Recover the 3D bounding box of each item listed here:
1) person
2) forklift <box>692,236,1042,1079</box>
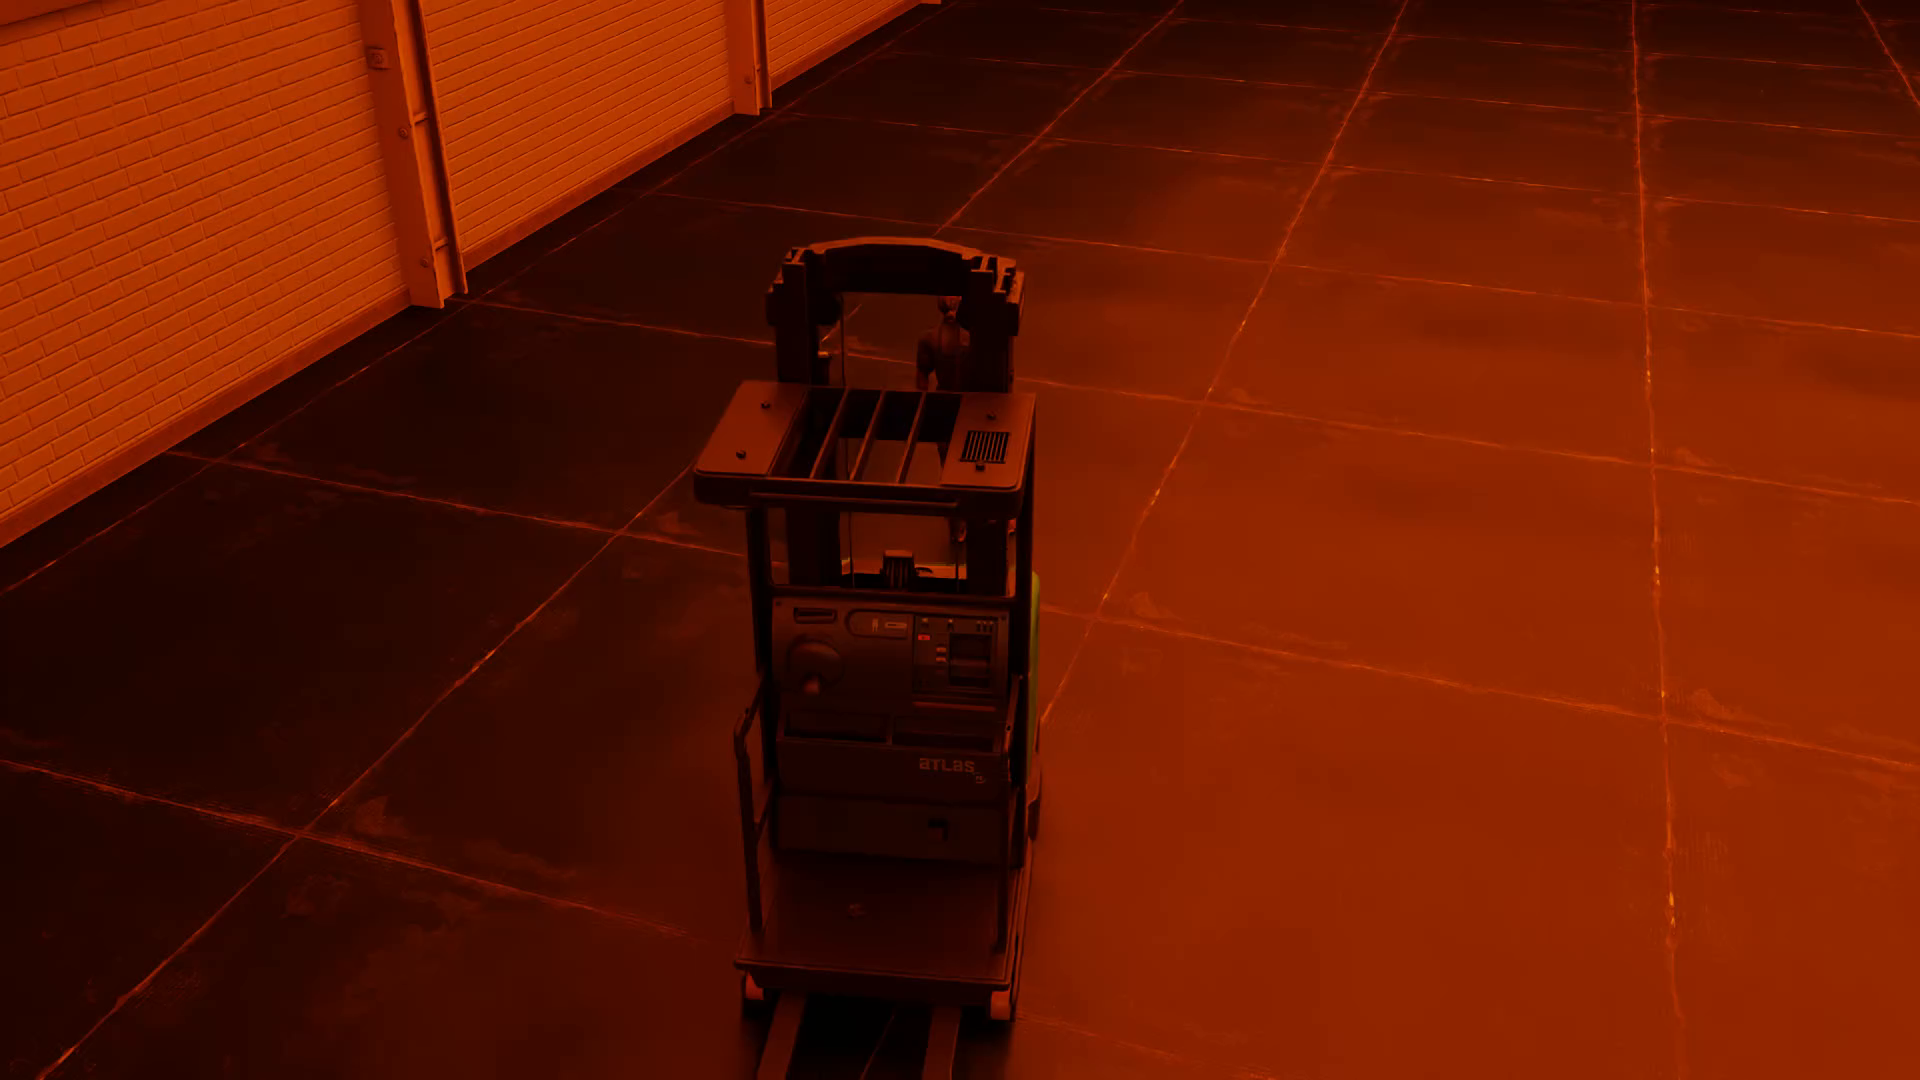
[{"bbox_3d":[0.047,-0.763,9.750,0.570,1.656,0.503,10,31,16],"label":"person"},{"bbox_3d":[-0.295,0.480,6.294,1.130,2.935,3.031,3,30,6],"label":"forklift"}]
